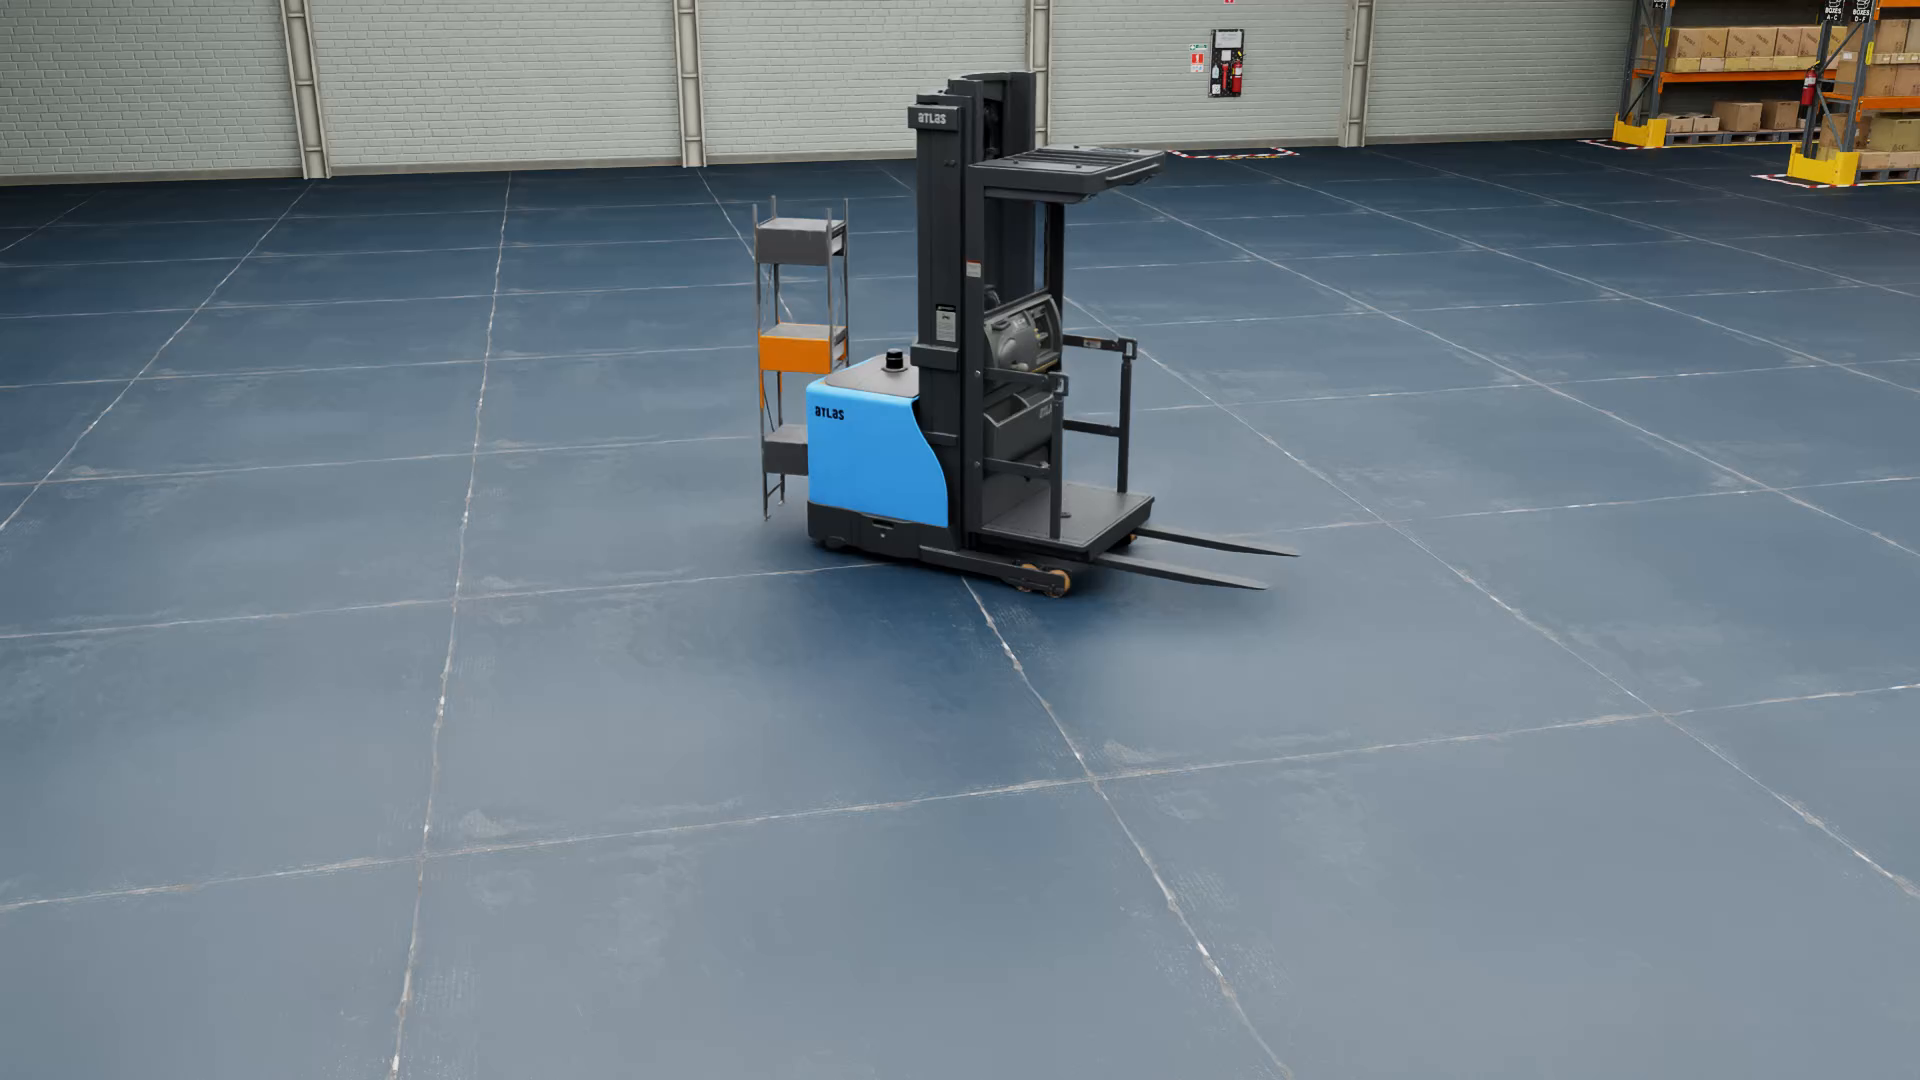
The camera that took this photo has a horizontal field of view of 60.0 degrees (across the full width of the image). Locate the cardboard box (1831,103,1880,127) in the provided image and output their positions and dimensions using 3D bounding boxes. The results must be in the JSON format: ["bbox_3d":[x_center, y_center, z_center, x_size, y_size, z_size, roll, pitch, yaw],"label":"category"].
[{"bbox_3d":[17.158,-8.207,31.854,0.500,0.500,0.700,-4,20,-11],"label":"cardboard box"}]

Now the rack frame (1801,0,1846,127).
[{"bbox_3d":[16.445,-9.111,31.325,0.127,3.000,1.000,-5,21,-12],"label":"rack frame"}]

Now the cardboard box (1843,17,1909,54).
[{"bbox_3d":[14.205,-7.829,25.795,0.500,0.500,0.700,-5,21,-12],"label":"cardboard box"}]

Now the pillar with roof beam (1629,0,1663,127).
[{"bbox_3d":[14.025,-10.515,26.437,0.400,9.000,9.100,-5,21,-12],"label":"pillar with roof beam"}]

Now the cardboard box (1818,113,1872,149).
[{"bbox_3d":[14.150,-6.537,26.595,0.500,0.500,0.500,-5,21,-12],"label":"cardboard box"}]

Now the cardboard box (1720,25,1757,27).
[{"bbox_3d":[14.447,-9.312,30.975,0.500,0.500,0.500,-4,21,-12],"label":"cardboard box"}]

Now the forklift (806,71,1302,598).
[{"bbox_3d":[0.564,-1.240,9.939,3.031,2.935,1.130,11,23,27],"label":"forklift"}]

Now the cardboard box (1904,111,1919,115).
[{"bbox_3d":[15.606,-6.660,26.931,0.500,0.500,0.500,-5,21,-12],"label":"cardboard box"}]

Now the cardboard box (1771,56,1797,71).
[{"bbox_3d":[15.081,-8.829,30.745,0.500,0.250,0.500,-5,21,-13],"label":"cardboard box"}]

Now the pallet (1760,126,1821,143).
[{"bbox_3d":[15.800,-7.736,31.627,1.213,0.211,1.003,-5,21,-12],"label":"pallet"}]

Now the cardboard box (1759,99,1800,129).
[{"bbox_3d":[15.444,-8.048,31.419,0.500,0.500,0.500,-6,21,-17],"label":"cardboard box"}]

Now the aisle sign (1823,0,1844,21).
[{"bbox_3d":[13.565,-8.450,25.742,0.004,0.787,0.394,-5,21,-12],"label":"aisle sign"}]

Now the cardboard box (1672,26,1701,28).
[{"bbox_3d":[13.455,-9.230,30.750,0.500,0.500,0.500,-4,21,-12],"label":"cardboard box"}]

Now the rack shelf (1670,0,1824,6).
[{"bbox_3d":[14.499,-10.023,30.501,4.000,0.370,1.077,-5,21,-12],"label":"rack shelf"}]

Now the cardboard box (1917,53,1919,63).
[{"bbox_3d":[14.873,-7.507,25.859,0.250,0.149,0.380,-5,21,-13],"label":"cardboard box"}]

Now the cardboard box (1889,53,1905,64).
[{"bbox_3d":[14.384,-7.469,25.754,0.250,0.149,0.380,-5,21,-14],"label":"cardboard box"}]

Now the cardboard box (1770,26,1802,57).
[{"bbox_3d":[15.079,-9.183,30.622,0.500,0.500,0.500,-5,21,-14],"label":"cardboard box"}]

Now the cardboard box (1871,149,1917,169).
[{"bbox_3d":[14.755,-6.051,26.360,0.500,0.250,0.500,-5,21,-12],"label":"cardboard box"}]

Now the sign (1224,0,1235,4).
[{"bbox_3d":[4.751,-9.603,29.298,0.199,0.298,0.001,-5,21,-12],"label":"sign"}]

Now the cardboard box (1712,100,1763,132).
[{"bbox_3d":[14.527,-7.938,31.118,0.500,0.500,0.700,-6,21,-16],"label":"cardboard box"}]

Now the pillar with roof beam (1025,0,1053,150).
[{"bbox_3d":[2.347,-9.565,23.844,0.400,9.000,9.100,-5,21,-12],"label":"pillar with roof beam"}]

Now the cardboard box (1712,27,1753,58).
[{"bbox_3d":[14.074,-9.097,30.386,0.500,0.500,0.500,-5,21,-14],"label":"cardboard box"}]

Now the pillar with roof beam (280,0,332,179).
[{"bbox_3d":[-9.331,-8.615,21.251,0.400,9.000,9.100,-5,21,-12],"label":"pillar with roof beam"}]

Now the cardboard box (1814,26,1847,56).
[{"bbox_3d":[16.056,-9.261,30.834,0.500,0.500,0.500,-5,21,-13],"label":"cardboard box"}]

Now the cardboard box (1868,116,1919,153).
[{"bbox_3d":[14.755,-6.403,26.229,0.500,0.500,0.500,-5,21,-12],"label":"cardboard box"}]

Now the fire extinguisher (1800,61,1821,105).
[{"bbox_3d":[13.474,-7.246,26.347,0.183,0.674,0.296,-5,21,-12],"label":"fire extinguisher"}]

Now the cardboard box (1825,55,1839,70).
[{"bbox_3d":[16.054,-8.911,30.968,0.500,0.250,0.500,-5,21,-12],"label":"cardboard box"}]

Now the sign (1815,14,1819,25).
[{"bbox_3d":[16.314,-9.840,31.632,0.005,0.325,0.100,-5,21,-12],"label":"sign"}]

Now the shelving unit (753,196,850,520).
[{"bbox_3d":[-1.022,-1.166,10.938,0.503,2.100,0.431,5,21,12],"label":"shelving unit"}]

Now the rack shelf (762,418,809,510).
[{"bbox_3d":[-1.028,-0.496,11.185,0.480,0.518,0.431,5,21,12],"label":"rack shelf"}]

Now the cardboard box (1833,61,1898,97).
[{"bbox_3d":[14.153,-7.216,26.007,0.500,0.500,0.700,-5,21,-12],"label":"cardboard box"}]

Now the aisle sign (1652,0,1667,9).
[{"bbox_3d":[12.552,-9.909,29.724,0.004,0.787,0.394,-5,21,-12],"label":"aisle sign"}]

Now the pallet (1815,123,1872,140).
[{"bbox_3d":[17.203,-7.864,31.974,1.213,0.211,1.003,-5,21,-12],"label":"pallet"}]

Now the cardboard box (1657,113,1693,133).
[{"bbox_3d":[13.247,-7.763,30.915,0.500,0.311,0.500,-7,21,-19],"label":"cardboard box"}]

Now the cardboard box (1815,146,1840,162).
[{"bbox_3d":[14.150,-6.184,26.722,0.500,0.250,0.500,-5,21,-12],"label":"cardboard box"}]

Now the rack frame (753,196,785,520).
[{"bbox_3d":[-1.260,-1.186,10.988,0.015,2.100,0.400,5,21,12],"label":"rack frame"}]

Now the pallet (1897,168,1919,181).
[{"bbox_3d":[15.616,-5.997,26.879,1.213,0.211,1.003,-5,21,-12],"label":"pallet"}]

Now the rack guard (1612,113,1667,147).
[{"bbox_3d":[12.627,-7.626,30.907,0.348,0.500,1.175,-5,21,-12],"label":"rack guard"}]

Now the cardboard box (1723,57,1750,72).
[{"bbox_3d":[14.100,-8.750,30.528,0.500,0.250,0.500,-5,21,-13],"label":"cardboard box"}]

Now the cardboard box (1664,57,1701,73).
[{"bbox_3d":[13.101,-8.665,30.299,0.500,0.250,0.500,-5,21,-14],"label":"cardboard box"}]

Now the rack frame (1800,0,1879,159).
[{"bbox_3d":[13.696,-7.136,25.935,0.127,3.000,1.000,-5,21,-12],"label":"rack frame"}]

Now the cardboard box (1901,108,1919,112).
[{"bbox_3d":[18.155,-8.292,32.085,0.500,0.500,0.700,-4,21,-12],"label":"cardboard box"}]

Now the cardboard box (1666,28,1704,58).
[{"bbox_3d":[13.086,-9.022,30.183,0.500,0.500,0.500,-5,21,-12],"label":"cardboard box"}]

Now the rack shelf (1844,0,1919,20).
[{"bbox_3d":[15.642,-8.365,25.975,4.000,0.370,1.077,-5,21,-12],"label":"rack shelf"}]

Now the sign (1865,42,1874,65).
[{"bbox_3d":[13.818,-7.394,25.264,0.005,0.325,0.100,-5,21,-12],"label":"sign"}]
